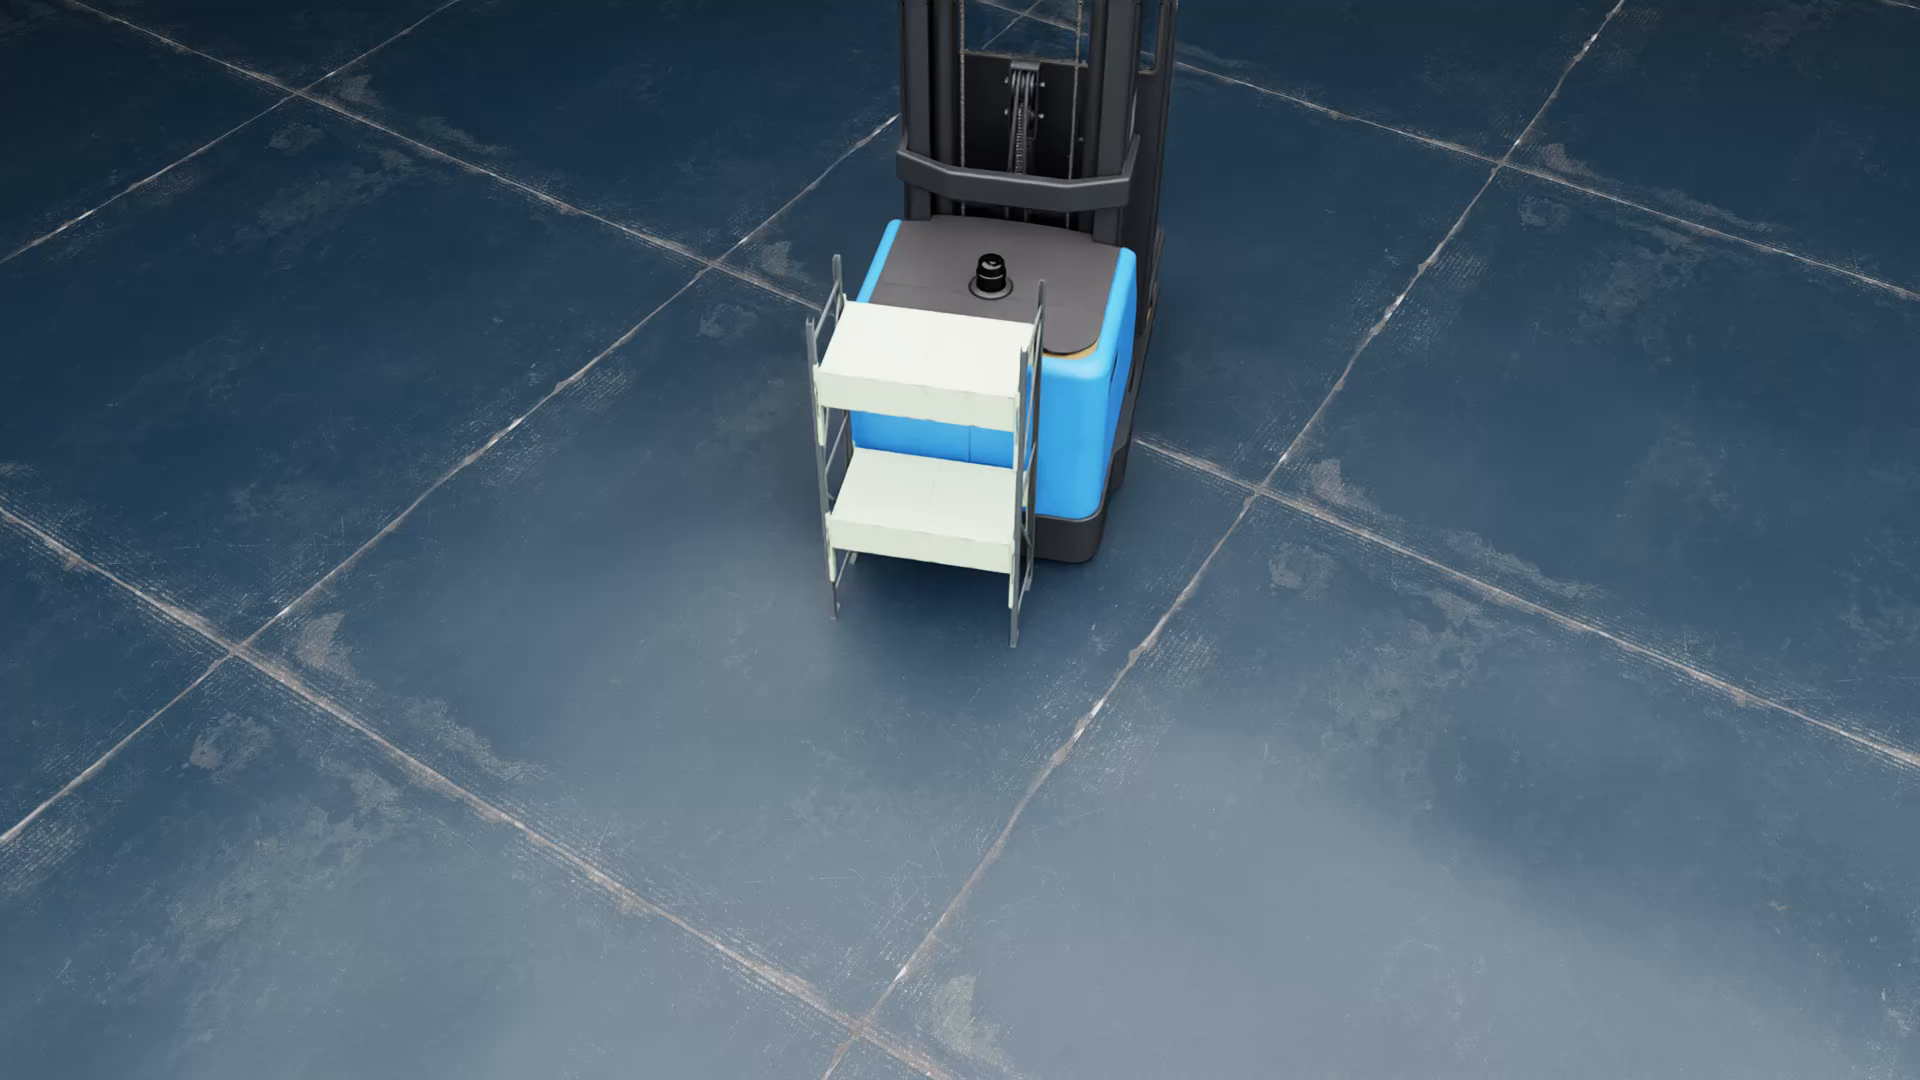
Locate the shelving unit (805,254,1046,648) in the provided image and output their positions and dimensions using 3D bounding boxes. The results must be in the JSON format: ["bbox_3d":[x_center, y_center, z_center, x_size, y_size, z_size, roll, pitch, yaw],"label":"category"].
[{"bbox_3d":[-0.111,-0.290,6.207,0.755,1.500,0.431,8,46,8],"label":"shelving unit"}]

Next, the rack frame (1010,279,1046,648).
[{"bbox_3d":[0.248,-0.238,6.157,0.023,1.500,0.400,8,46,8],"label":"rack frame"}]

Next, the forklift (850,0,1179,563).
[{"bbox_3d":[0.351,-2.004,6.876,1.130,2.935,3.031,9,46,8],"label":"forklift"}]

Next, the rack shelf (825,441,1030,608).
[{"bbox_3d":[-0.111,-0.062,6.441,0.720,0.370,0.431,8,46,8],"label":"rack shelf"}]

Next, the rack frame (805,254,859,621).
[{"bbox_3d":[-0.470,-0.342,6.258,0.023,1.500,0.400,8,46,8],"label":"rack frame"}]

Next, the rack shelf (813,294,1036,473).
[{"bbox_3d":[-0.111,-0.561,5.928,0.720,0.370,0.431,8,46,8],"label":"rack shelf"}]
